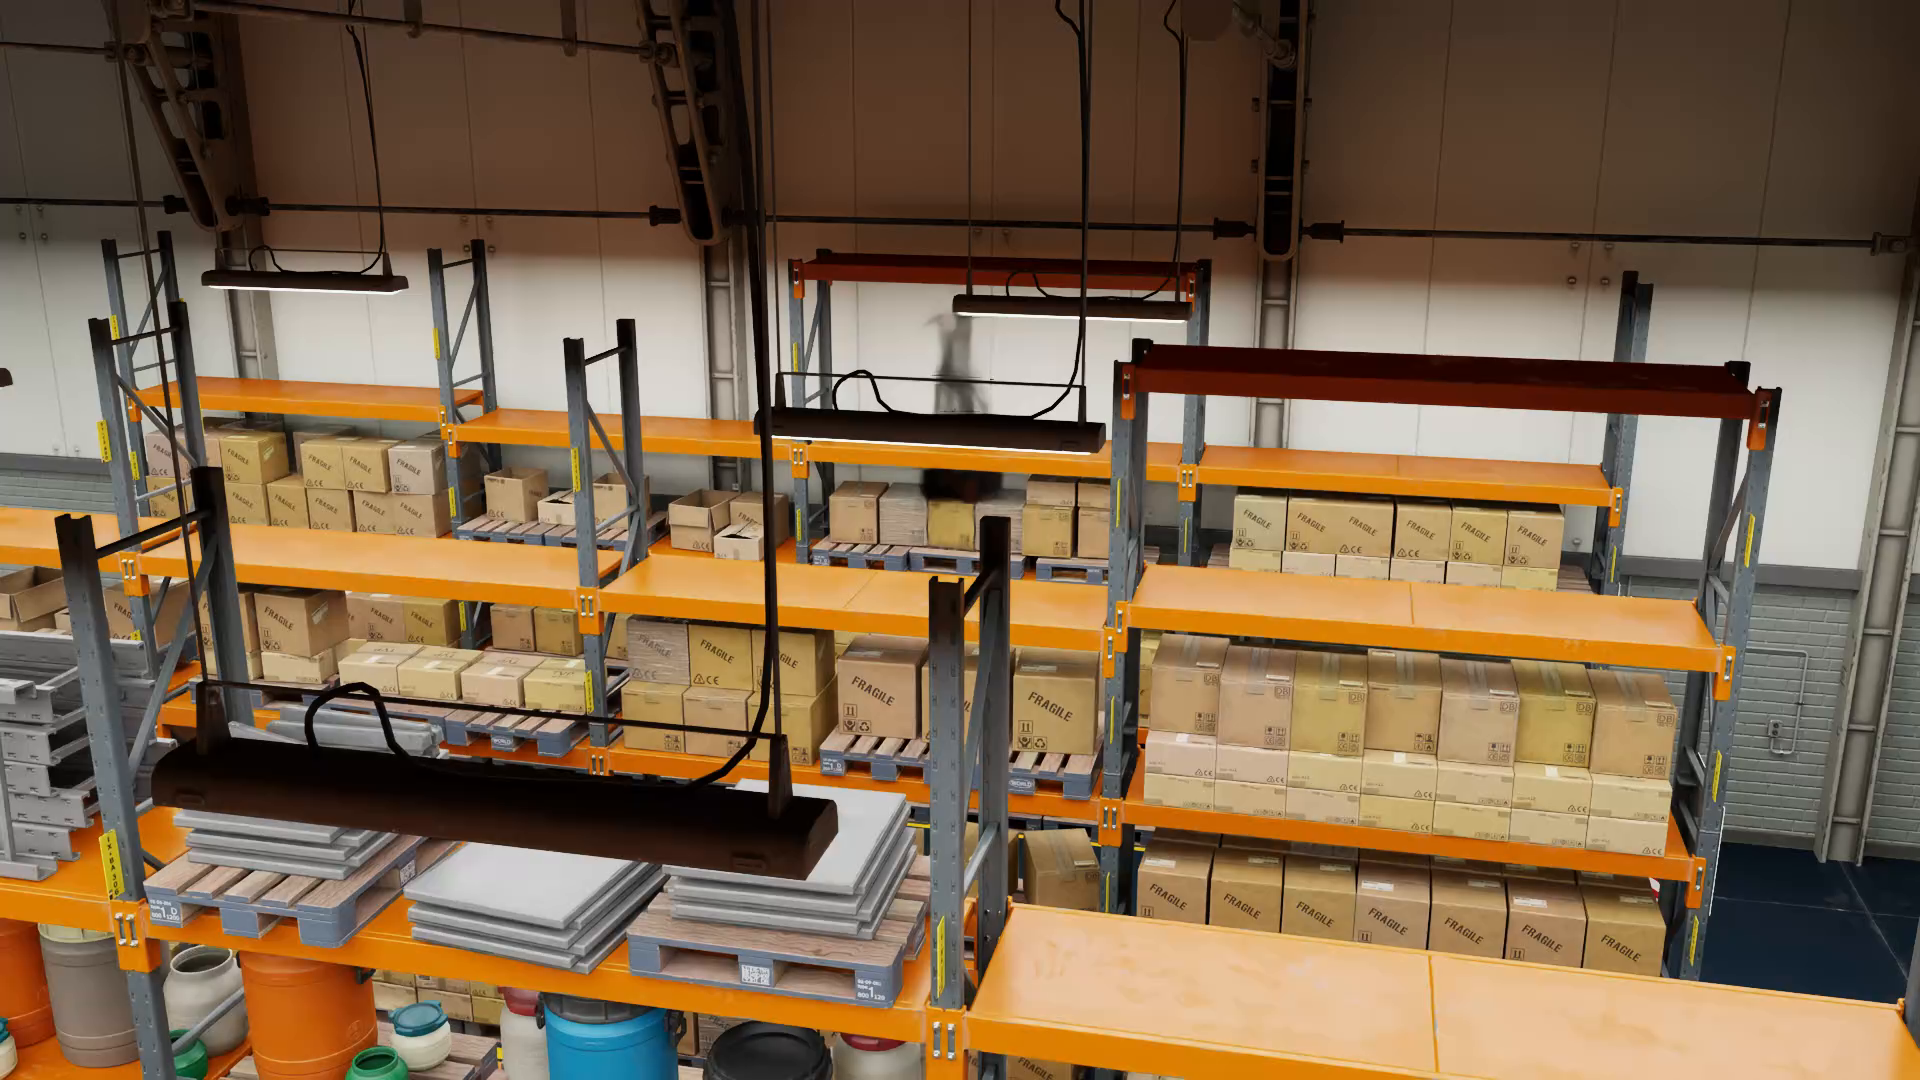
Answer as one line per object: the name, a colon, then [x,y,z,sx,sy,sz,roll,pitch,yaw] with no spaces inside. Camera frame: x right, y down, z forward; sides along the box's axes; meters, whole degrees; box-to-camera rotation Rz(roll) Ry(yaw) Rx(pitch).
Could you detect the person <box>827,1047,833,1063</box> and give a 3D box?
person: [-0.744,4.141,11.091,0.863,1.771,0.658,0,16,0]
